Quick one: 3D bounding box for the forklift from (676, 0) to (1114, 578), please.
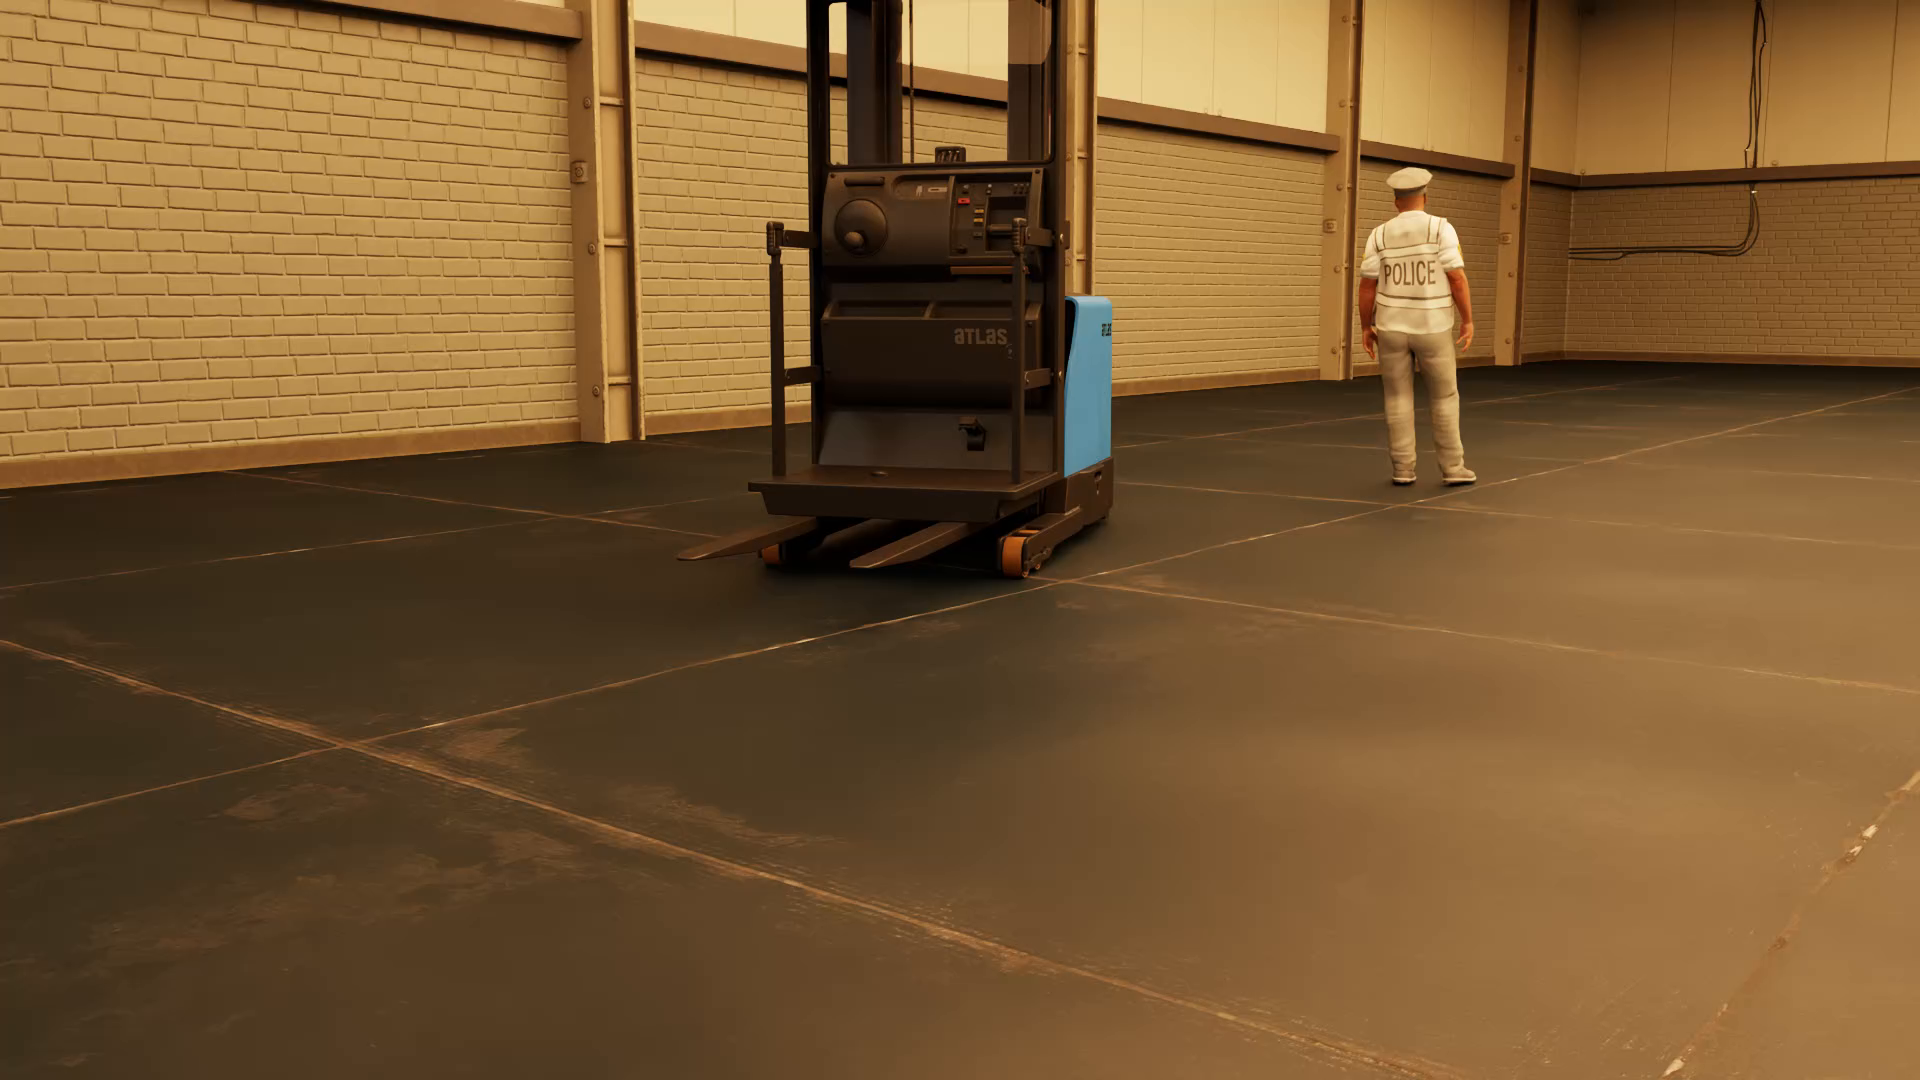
[{"bbox_3d":[-0.176,-1.366,6.616,1.130,2.935,3.031,3,9,17],"label":"forklift"}]

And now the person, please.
[{"bbox_3d":[2.617,-1.211,9.486,0.639,1.778,0.575,4,9,27],"label":"person"}]
